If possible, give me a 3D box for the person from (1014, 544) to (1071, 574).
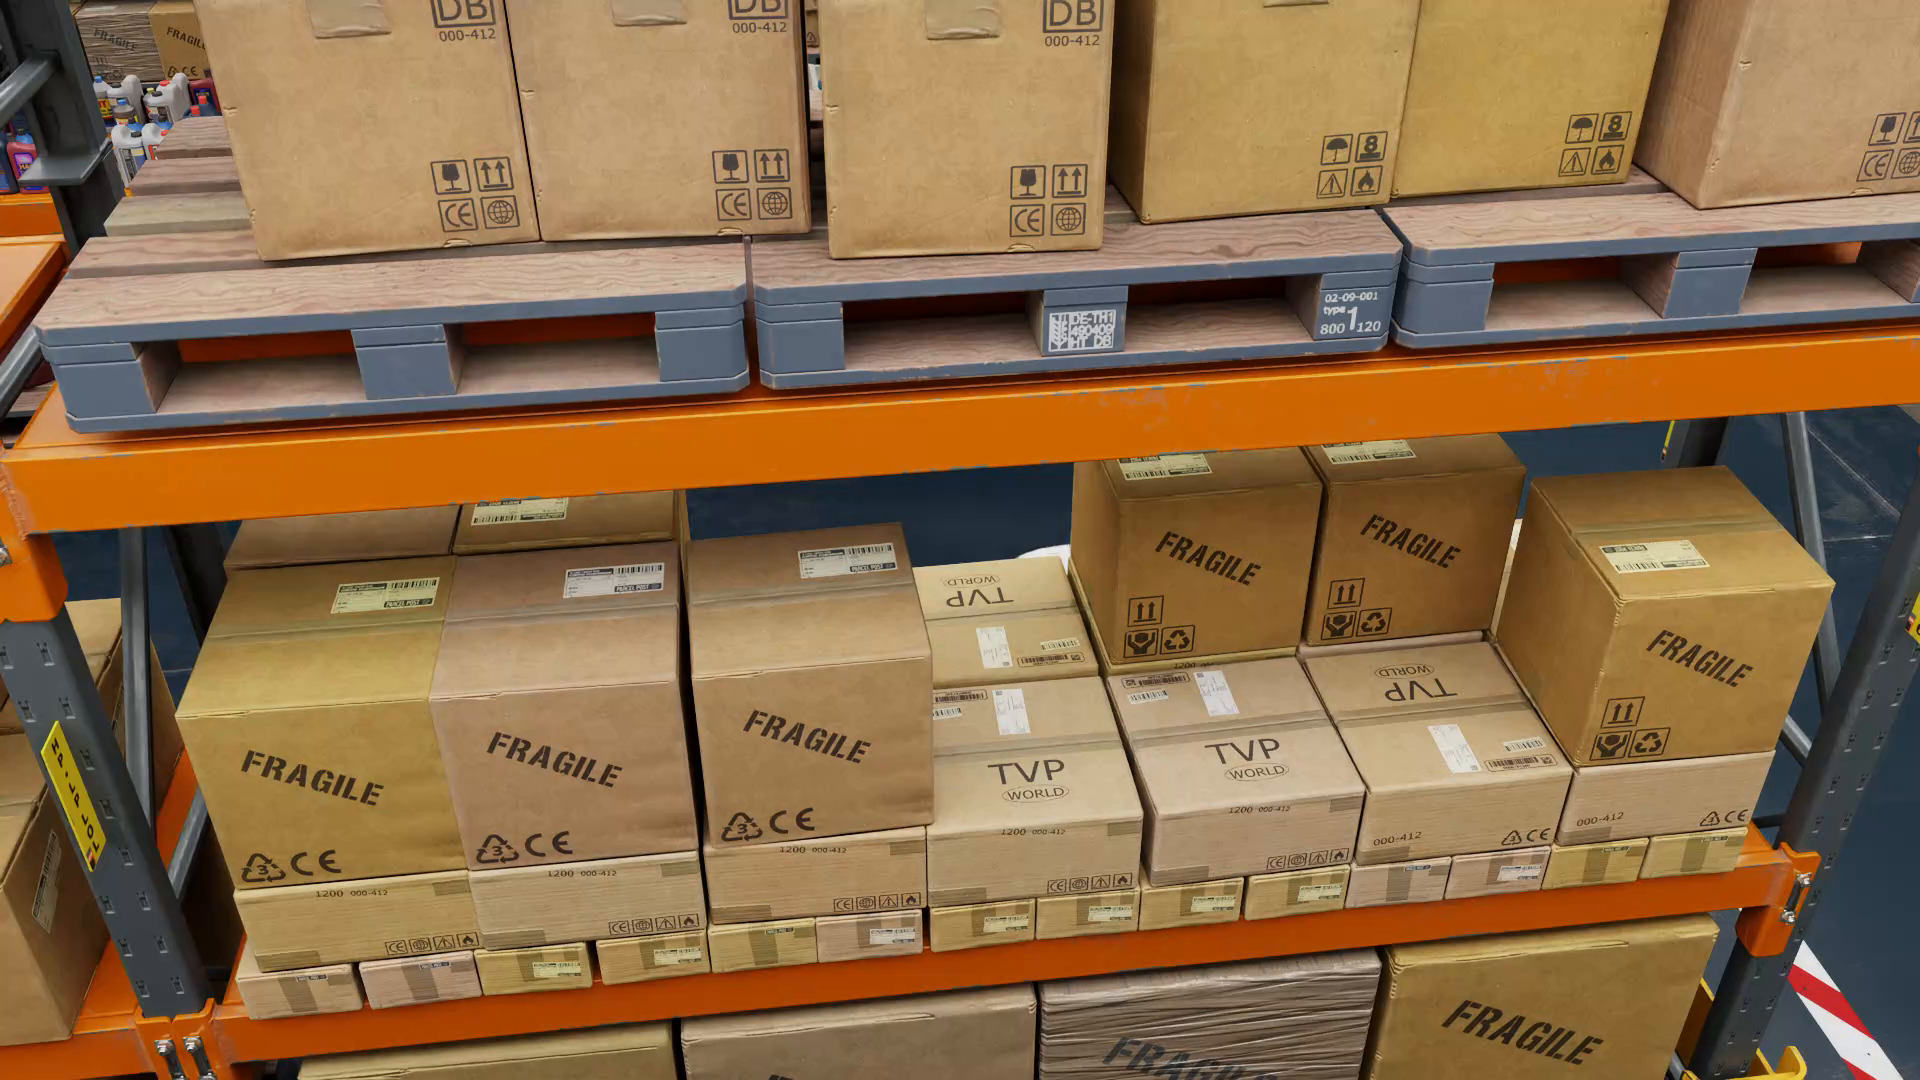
[{"bbox_3d":[0.551,0.462,5.996,0.976,1.154,0.493,-6,35,-8],"label":"person"}]
